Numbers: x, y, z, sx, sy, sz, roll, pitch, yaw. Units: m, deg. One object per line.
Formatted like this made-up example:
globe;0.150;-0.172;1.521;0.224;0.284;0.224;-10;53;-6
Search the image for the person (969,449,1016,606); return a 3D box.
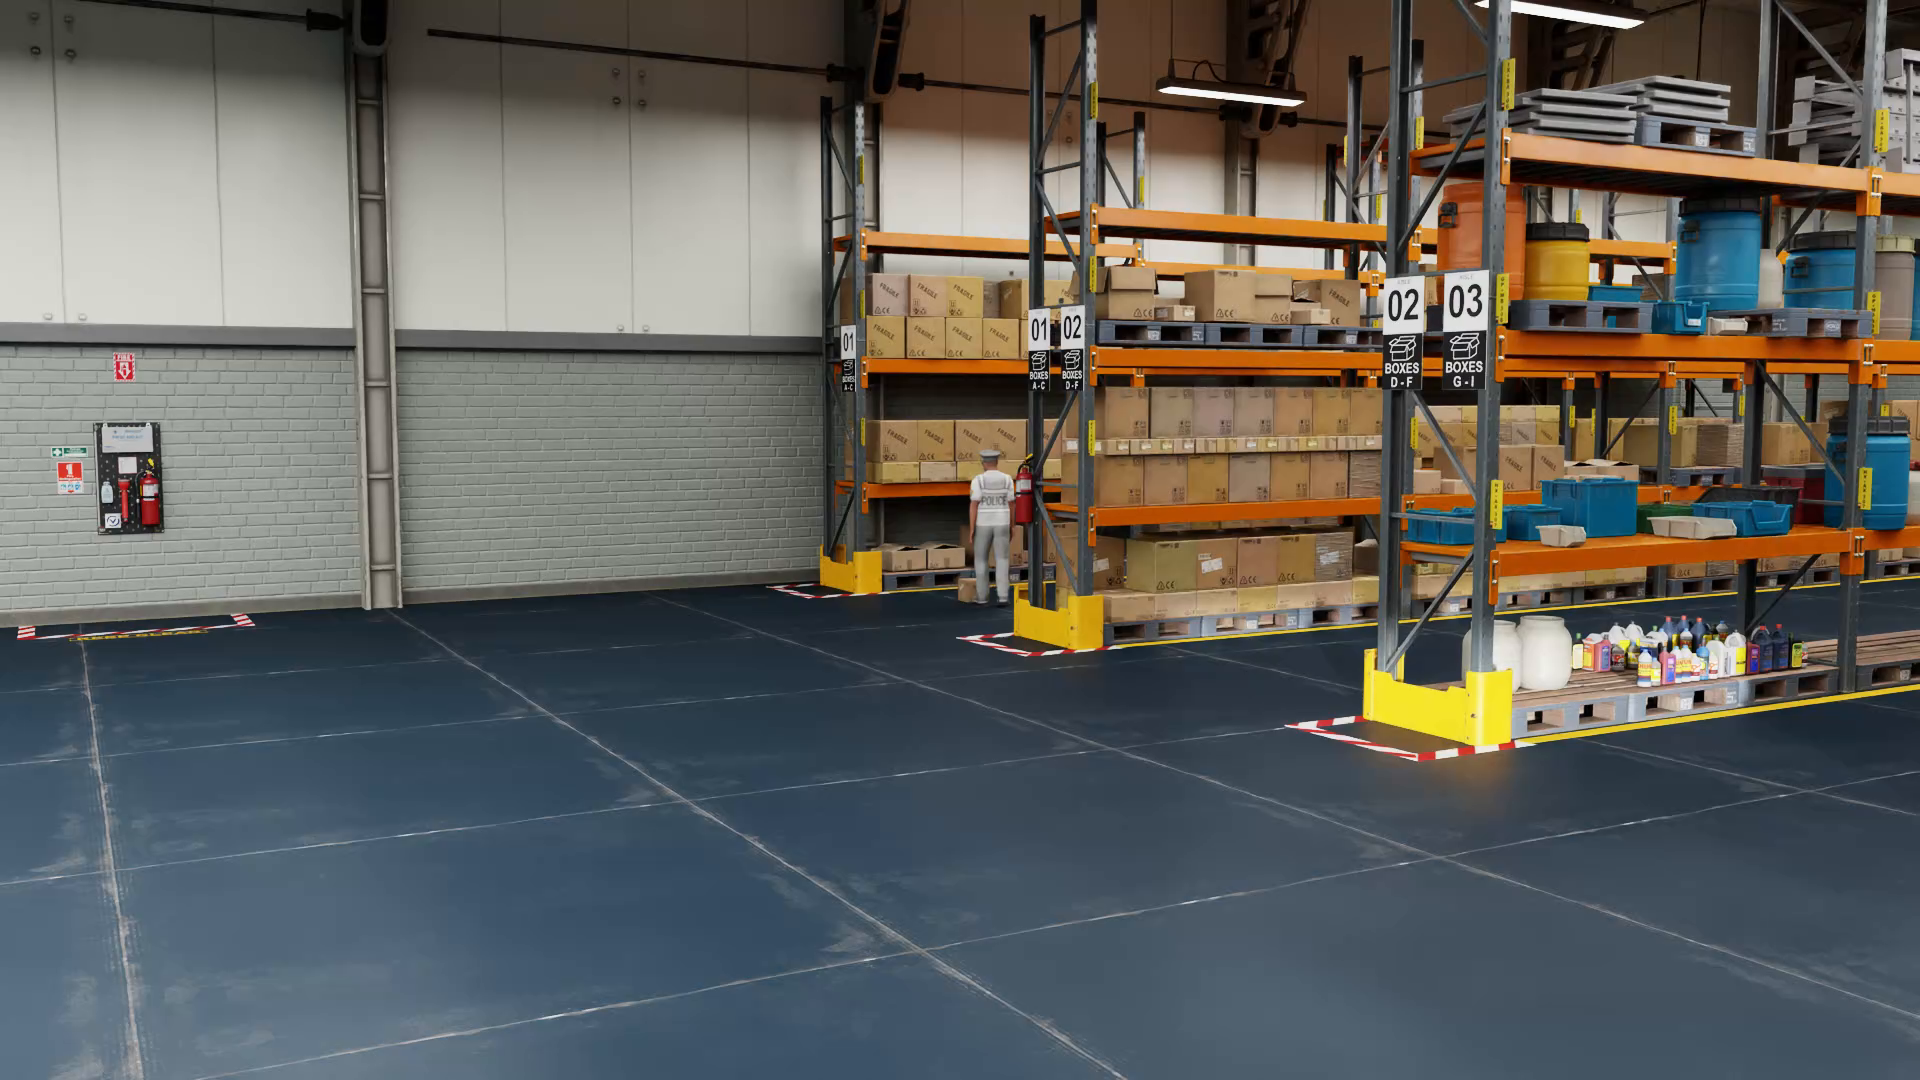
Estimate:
person;0.355;-0.142;18.741;0.553;1.753;0.667;-1;5;-13
